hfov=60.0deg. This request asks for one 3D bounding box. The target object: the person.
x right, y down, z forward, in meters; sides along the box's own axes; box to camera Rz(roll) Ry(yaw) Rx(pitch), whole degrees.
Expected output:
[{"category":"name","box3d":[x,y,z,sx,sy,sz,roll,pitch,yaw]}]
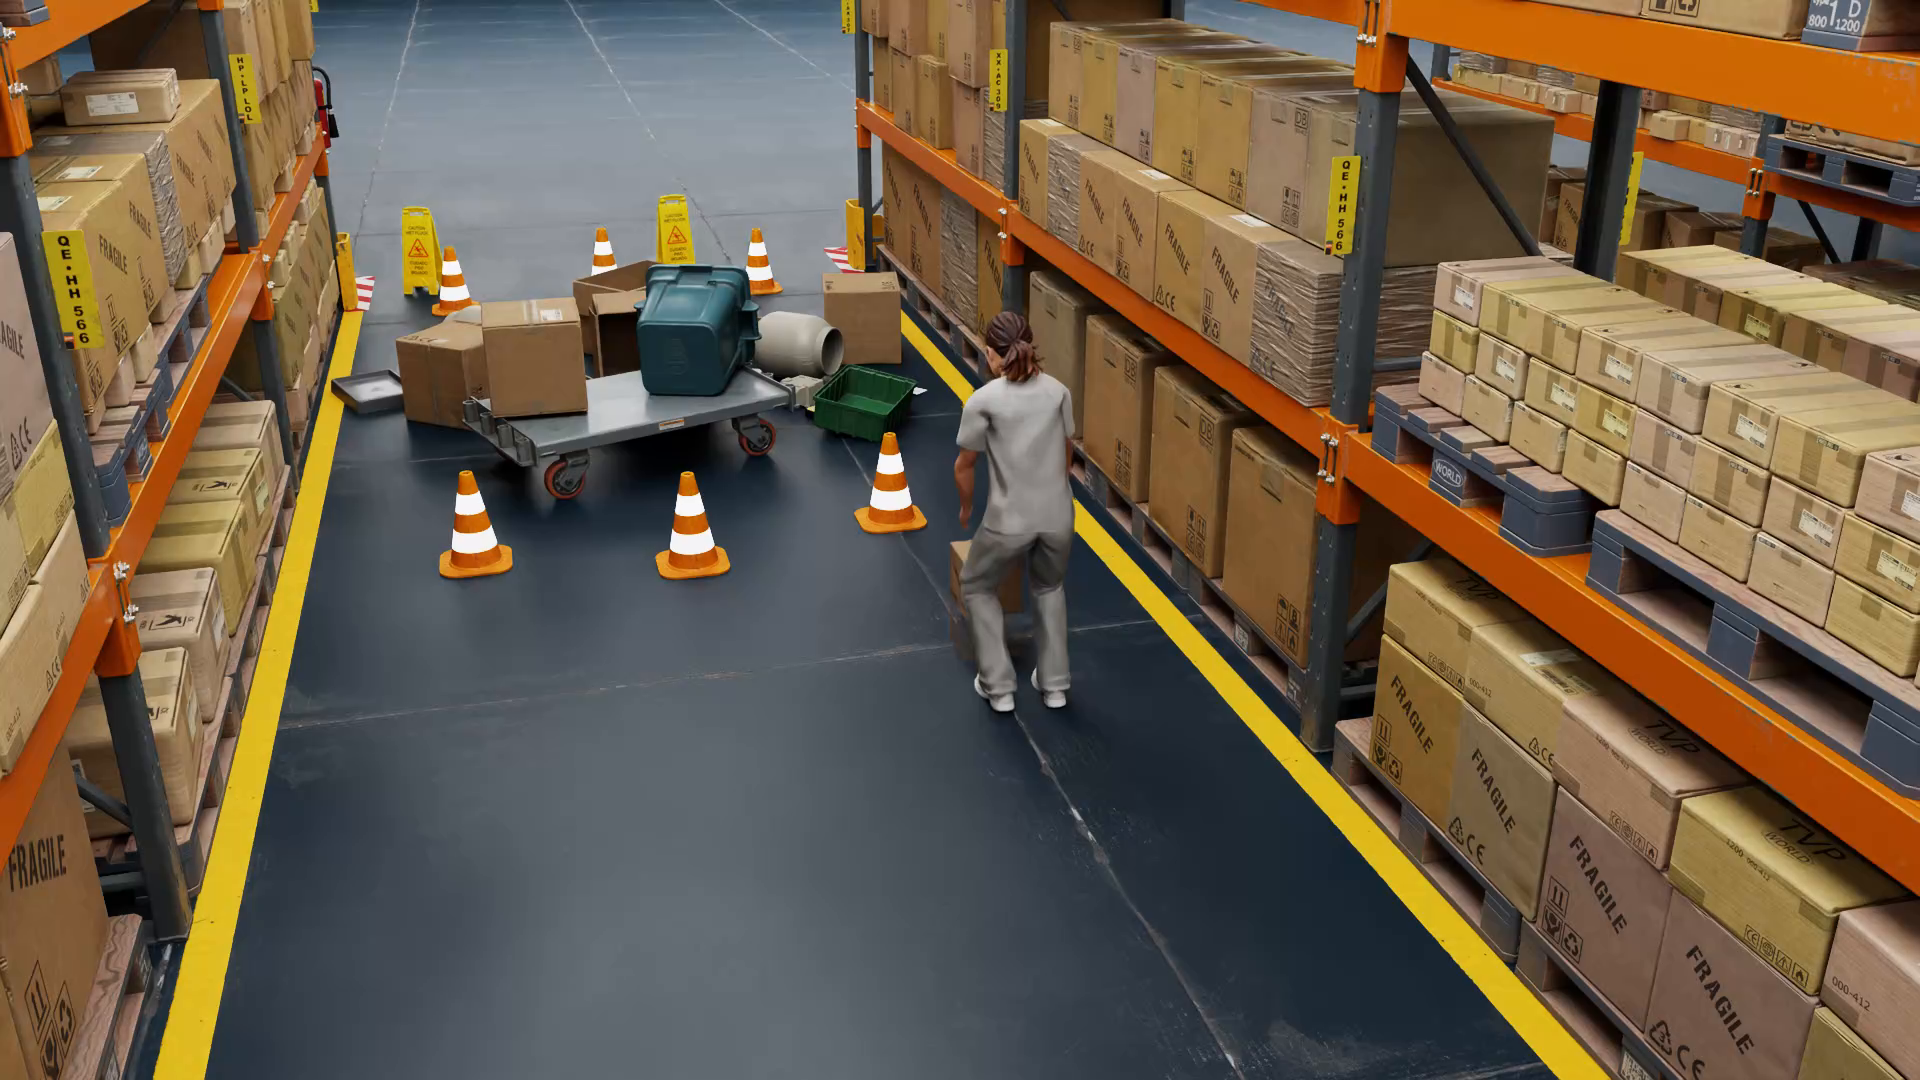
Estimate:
[{"category":"person","box3d":[0.214,-0.088,6.448,0.475,1.573,0.467,-6,24,-13]}]
